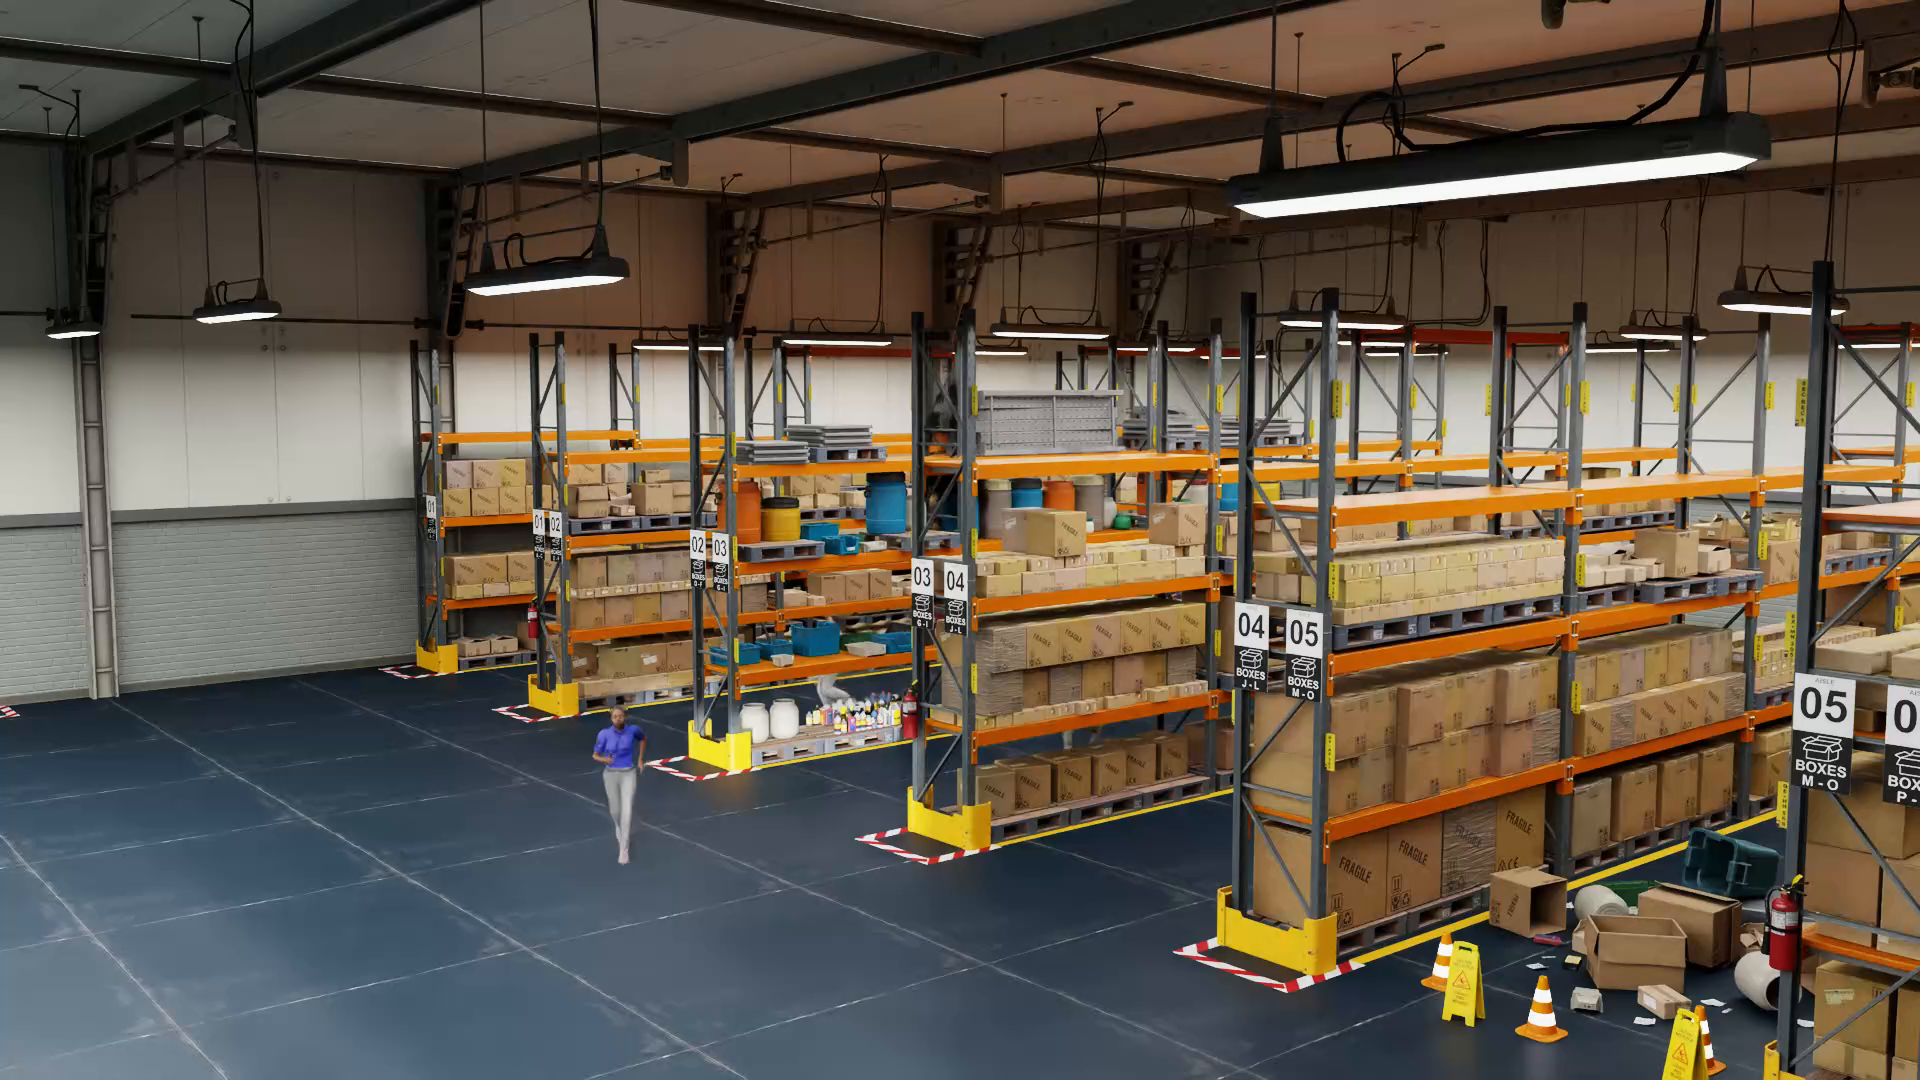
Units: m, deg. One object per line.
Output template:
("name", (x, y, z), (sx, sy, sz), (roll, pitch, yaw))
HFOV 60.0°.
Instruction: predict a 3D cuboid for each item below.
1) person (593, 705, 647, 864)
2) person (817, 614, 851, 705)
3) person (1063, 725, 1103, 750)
("person", (-3.752, 2.657, 18.376), (0.580, 1.706, 0.884), (-1, 5, -9))
("person", (-1.999, 1.958, 25.904), (0.588, 1.620, 0.561), (-4, 7, -39))
("person", (1.656, 2.160, 23.172), (0.700, 1.762, 0.881), (4, 7, 40))
